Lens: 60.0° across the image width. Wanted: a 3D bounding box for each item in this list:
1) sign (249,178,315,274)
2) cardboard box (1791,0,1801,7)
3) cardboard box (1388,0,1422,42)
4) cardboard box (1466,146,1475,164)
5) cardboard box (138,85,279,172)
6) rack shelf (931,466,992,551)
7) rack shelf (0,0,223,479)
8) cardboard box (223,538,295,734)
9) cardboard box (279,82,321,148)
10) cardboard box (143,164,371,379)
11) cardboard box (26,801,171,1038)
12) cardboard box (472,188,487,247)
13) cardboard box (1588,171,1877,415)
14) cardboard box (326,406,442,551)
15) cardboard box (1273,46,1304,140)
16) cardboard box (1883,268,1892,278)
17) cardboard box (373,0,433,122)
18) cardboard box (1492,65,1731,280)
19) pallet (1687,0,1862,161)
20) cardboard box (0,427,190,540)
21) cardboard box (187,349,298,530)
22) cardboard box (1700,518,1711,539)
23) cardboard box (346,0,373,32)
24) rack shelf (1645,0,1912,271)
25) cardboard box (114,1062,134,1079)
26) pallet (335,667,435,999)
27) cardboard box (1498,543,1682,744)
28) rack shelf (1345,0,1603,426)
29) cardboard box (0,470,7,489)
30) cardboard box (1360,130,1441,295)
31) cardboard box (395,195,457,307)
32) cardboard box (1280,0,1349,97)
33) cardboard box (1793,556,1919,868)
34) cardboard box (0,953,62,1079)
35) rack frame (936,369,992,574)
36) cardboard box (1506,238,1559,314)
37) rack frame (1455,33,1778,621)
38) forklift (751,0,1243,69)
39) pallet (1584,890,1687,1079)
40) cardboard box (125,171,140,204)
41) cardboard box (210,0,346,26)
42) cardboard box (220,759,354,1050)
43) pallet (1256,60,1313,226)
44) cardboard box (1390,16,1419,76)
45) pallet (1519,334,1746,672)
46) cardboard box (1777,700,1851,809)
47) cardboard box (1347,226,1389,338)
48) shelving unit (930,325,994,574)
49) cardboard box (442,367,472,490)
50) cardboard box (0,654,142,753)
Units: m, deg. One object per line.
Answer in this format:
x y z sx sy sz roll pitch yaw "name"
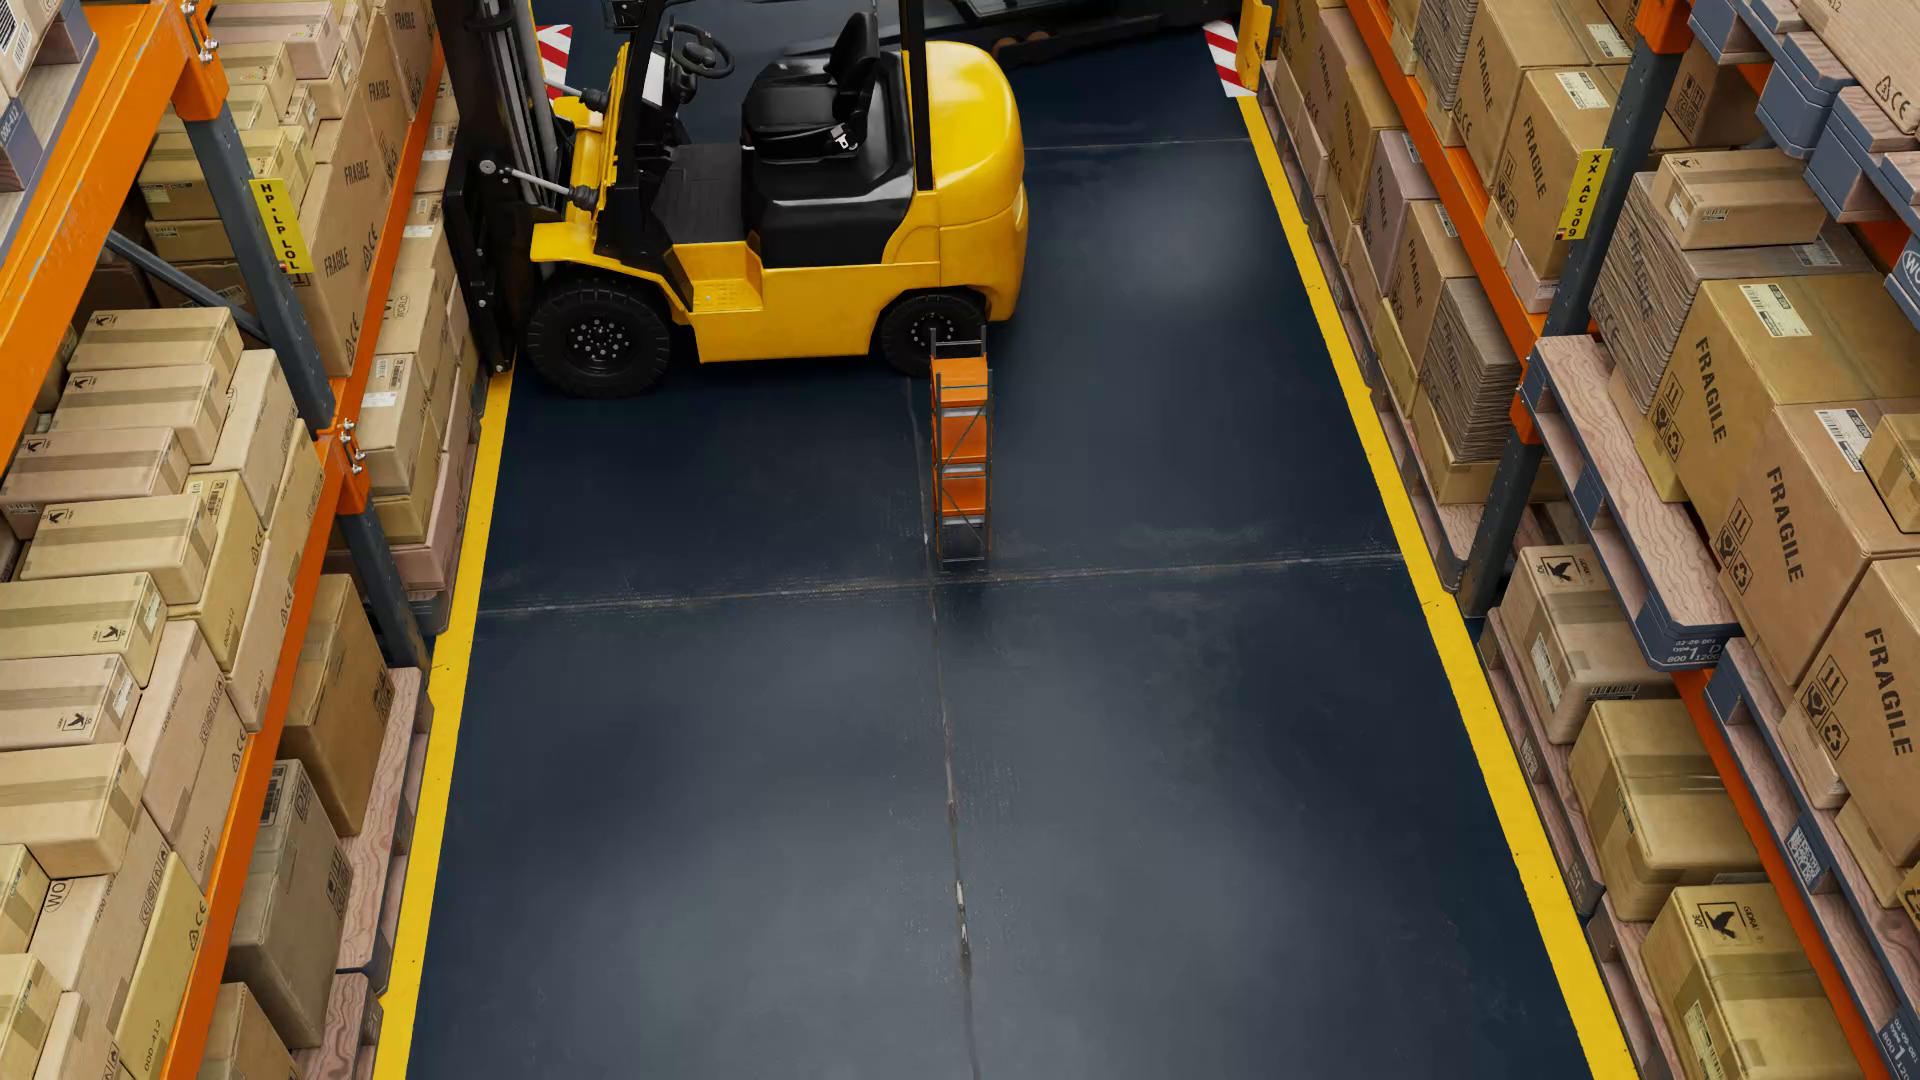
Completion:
-1.957 -0.902 4.795 0.100 0.325 0.005 -3 47 -3 "sign"
2.099 -1.472 3.826 0.500 0.250 0.500 -5 47 -4 "cardboard box"
2.019 -2.356 6.641 0.500 0.500 0.500 -4 47 -4 "cardboard box"
2.140 -1.477 6.256 0.380 0.149 0.250 -4 47 -4 "cardboard box"
-2.357 -1.282 5.177 0.380 0.149 0.250 -3 47 -3 "cardboard box"
0.004 -0.124 6.542 0.215 0.259 0.240 -3 47 -3 "rack shelf"
-2.329 0.172 2.950 1.077 0.370 4.000 -3 47 -3 "rack shelf"
-2.146 0.273 4.529 0.500 0.250 0.500 -4 47 -4 "cardboard box"
-2.334 -1.369 5.465 0.380 0.149 0.250 -4 47 -3 "cardboard box"
-2.274 -0.862 5.432 0.500 0.500 0.500 -5 47 -4 "cardboard box"
-2.090 0.837 3.650 0.500 0.250 0.500 -3 47 -3 "cardboard box"
-2.346 -1.324 7.199 0.500 0.250 0.500 -4 47 -3 "cardboard box"
2.203 -0.720 4.803 0.500 0.500 0.500 -2 47 -2 "cardboard box"
-2.230 -0.230 6.162 0.500 0.250 0.500 -4 47 -3 "cardboard box"
1.906 -2.288 8.455 0.500 0.250 0.500 -4 47 -4 "cardboard box"
2.759 -0.397 4.497 0.500 0.500 0.500 -3 47 -3 "cardboard box"
-2.398 -1.969 6.480 0.500 0.500 0.500 -3 47 -3 "cardboard box"
2.164 -1.238 5.583 0.500 0.500 0.500 -5 47 -4 "cardboard box"
2.395 -1.309 3.987 1.213 0.211 1.003 -3 47 -3 "pallet"
-2.239 -0.149 4.309 0.380 0.149 0.250 -4 47 -3 "cardboard box"
-2.201 -0.271 4.700 0.500 0.250 0.500 -4 47 -4 "cardboard box"
2.293 -0.052 4.617 0.380 0.149 0.250 -1 47 -1 "cardboard box"
-2.340 -1.923 5.989 0.380 0.149 0.250 -5 47 -5 "cardboard box"
2.617 -0.132 3.239 1.077 0.370 4.000 -3 47 -3 "rack shelf"
-2.043 1.383 3.478 0.500 0.250 0.500 -5 47 -5 "cardboard box"
-2.396 0.999 5.659 1.003 0.211 1.213 -3 47 -3 "pallet"
2.496 0.343 5.879 0.950 0.372 0.625 -3 47 -3 "cardboard box"
2.282 -1.995 7.069 1.077 0.370 4.000 -3 47 -3 "rack shelf"
-2.691 -0.103 4.266 0.380 0.149 0.250 -4 47 -3 "cardboard box"
2.044 -1.401 7.099 0.500 0.500 0.500 -1 47 -1 "cardboard box"
-2.310 -1.132 6.672 0.500 0.250 0.500 -2 47 -2 "cardboard box"
1.909 -2.528 8.167 0.500 0.500 0.500 -5 47 -5 "cardboard box"
2.327 0.372 3.768 0.500 0.500 0.500 -5 47 -5 "cardboard box"
-2.014 0.964 3.255 0.380 0.149 0.250 -3 47 -2 "cardboard box"
0.015 -0.234 6.249 0.200 1.050 0.008 -3 47 -3 "rack frame"
2.119 -0.923 5.731 0.380 0.149 0.250 -4 47 -4 "cardboard box"
2.449 -0.795 5.437 1.000 3.000 0.127 -3 47 -3 "rack frame"
0.355 -4.052 8.569 3.031 2.935 1.130 -15 48 -14 "forklift"
2.621 1.612 5.078 1.003 0.211 1.213 -3 47 -3 "pallet"
-2.835 -1.144 5.252 0.380 0.149 0.250 -5 47 -4 "cardboard box"
-2.338 -1.845 5.711 0.380 0.149 0.250 -4 47 -4 "cardboard box"
-2.385 1.120 4.969 0.875 0.625 0.625 -4 47 -4 "cardboard box"
2.153 -2.085 8.580 1.003 0.211 1.213 -3 47 -3 "pallet"
1.981 -2.028 6.778 0.380 0.149 0.250 -3 47 -3 "cardboard box"
2.368 -0.167 4.975 1.003 0.211 1.213 -3 47 -3 "pallet"
2.262 0.511 4.084 0.380 0.149 0.250 -2 47 -2 "cardboard box"
2.039 -1.158 7.386 0.500 0.250 0.500 -3 47 -3 "cardboard box"
0.005 -0.322 6.332 0.215 1.050 0.252 -3 47 -3 "shelving unit"
-2.265 -0.426 6.692 0.500 0.250 0.500 -4 47 -4 "cardboard box"
-2.110 0.408 3.782 0.380 0.149 0.250 -3 47 -3 "cardboard box"
